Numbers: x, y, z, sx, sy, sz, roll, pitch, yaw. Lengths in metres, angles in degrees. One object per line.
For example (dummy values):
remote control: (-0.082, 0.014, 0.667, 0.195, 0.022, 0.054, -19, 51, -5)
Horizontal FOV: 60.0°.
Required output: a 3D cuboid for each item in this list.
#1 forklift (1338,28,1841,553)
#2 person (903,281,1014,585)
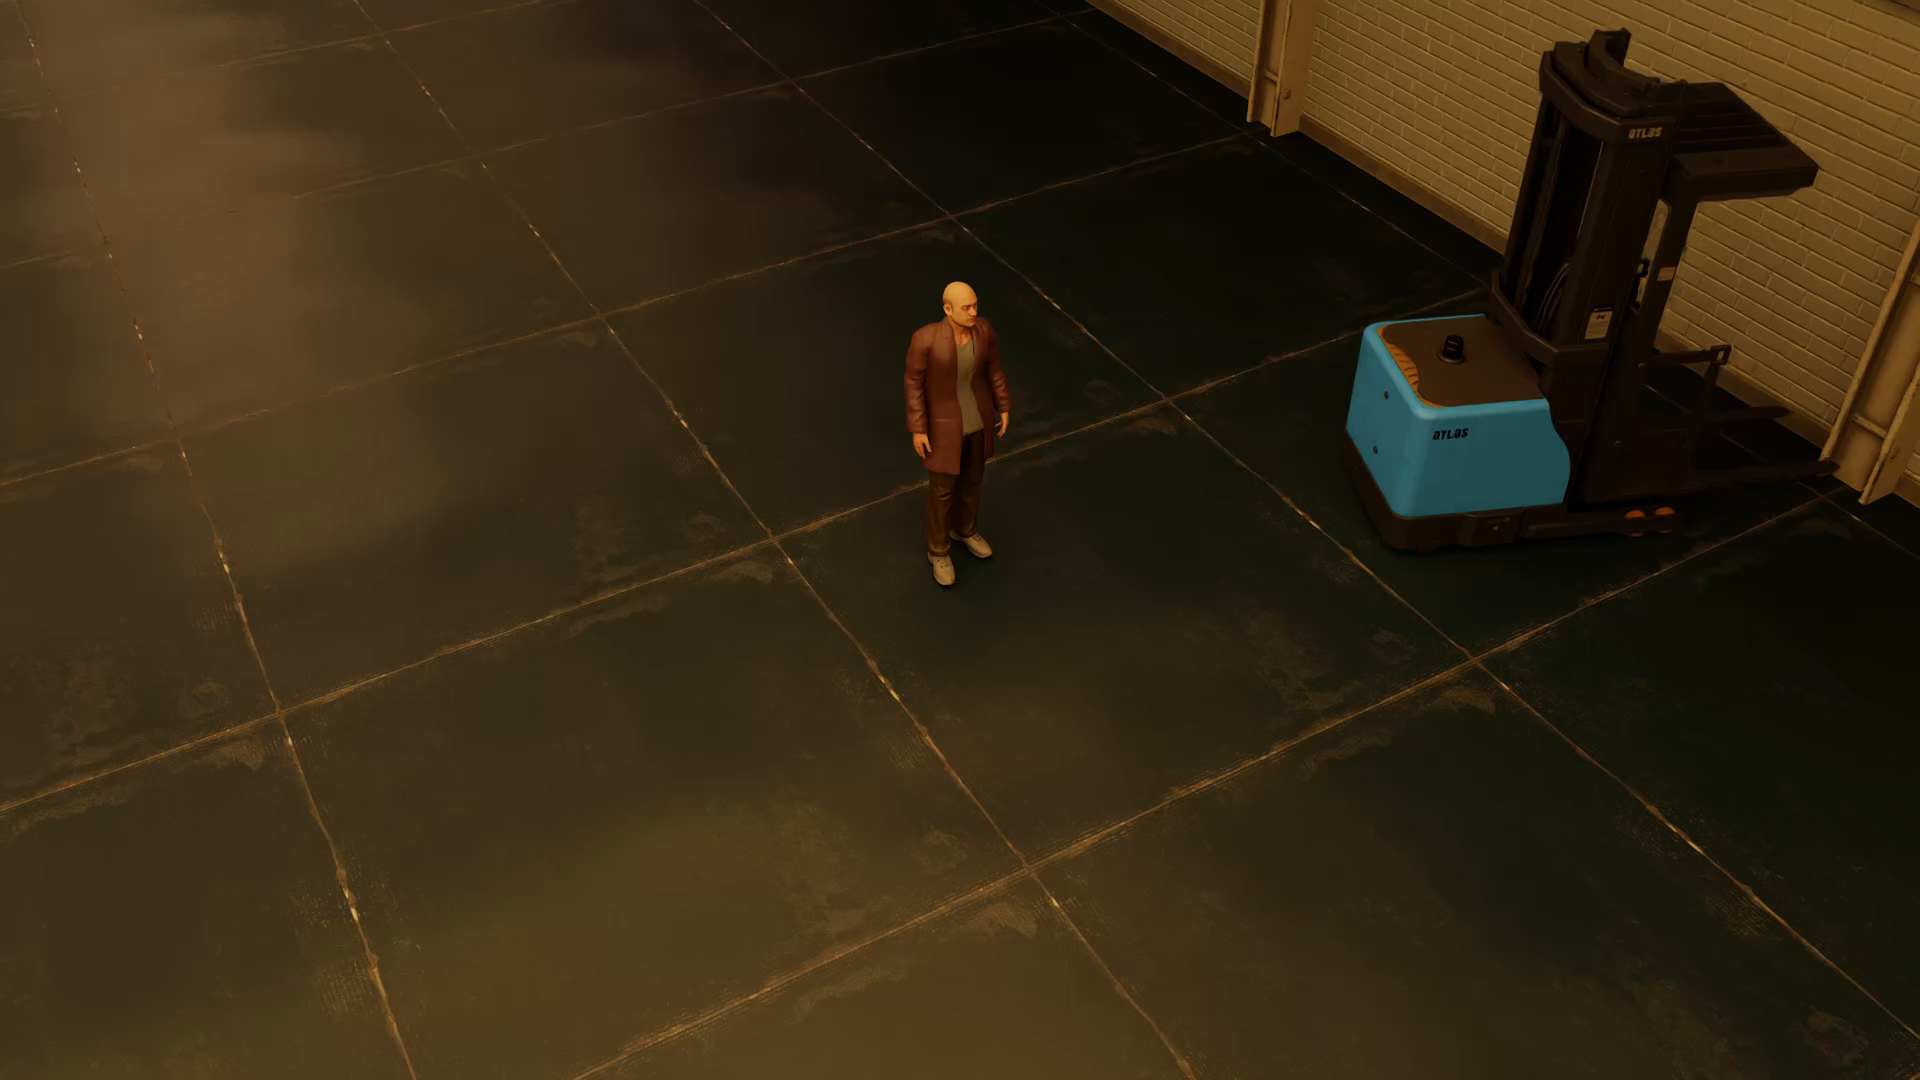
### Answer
forklift: (4.036, -1.480, 9.820, 3.031, 2.935, 1.130, -6, 40, -7)
person: (0.043, -0.638, 9.697, 0.698, 1.777, 0.579, -20, 44, -23)
